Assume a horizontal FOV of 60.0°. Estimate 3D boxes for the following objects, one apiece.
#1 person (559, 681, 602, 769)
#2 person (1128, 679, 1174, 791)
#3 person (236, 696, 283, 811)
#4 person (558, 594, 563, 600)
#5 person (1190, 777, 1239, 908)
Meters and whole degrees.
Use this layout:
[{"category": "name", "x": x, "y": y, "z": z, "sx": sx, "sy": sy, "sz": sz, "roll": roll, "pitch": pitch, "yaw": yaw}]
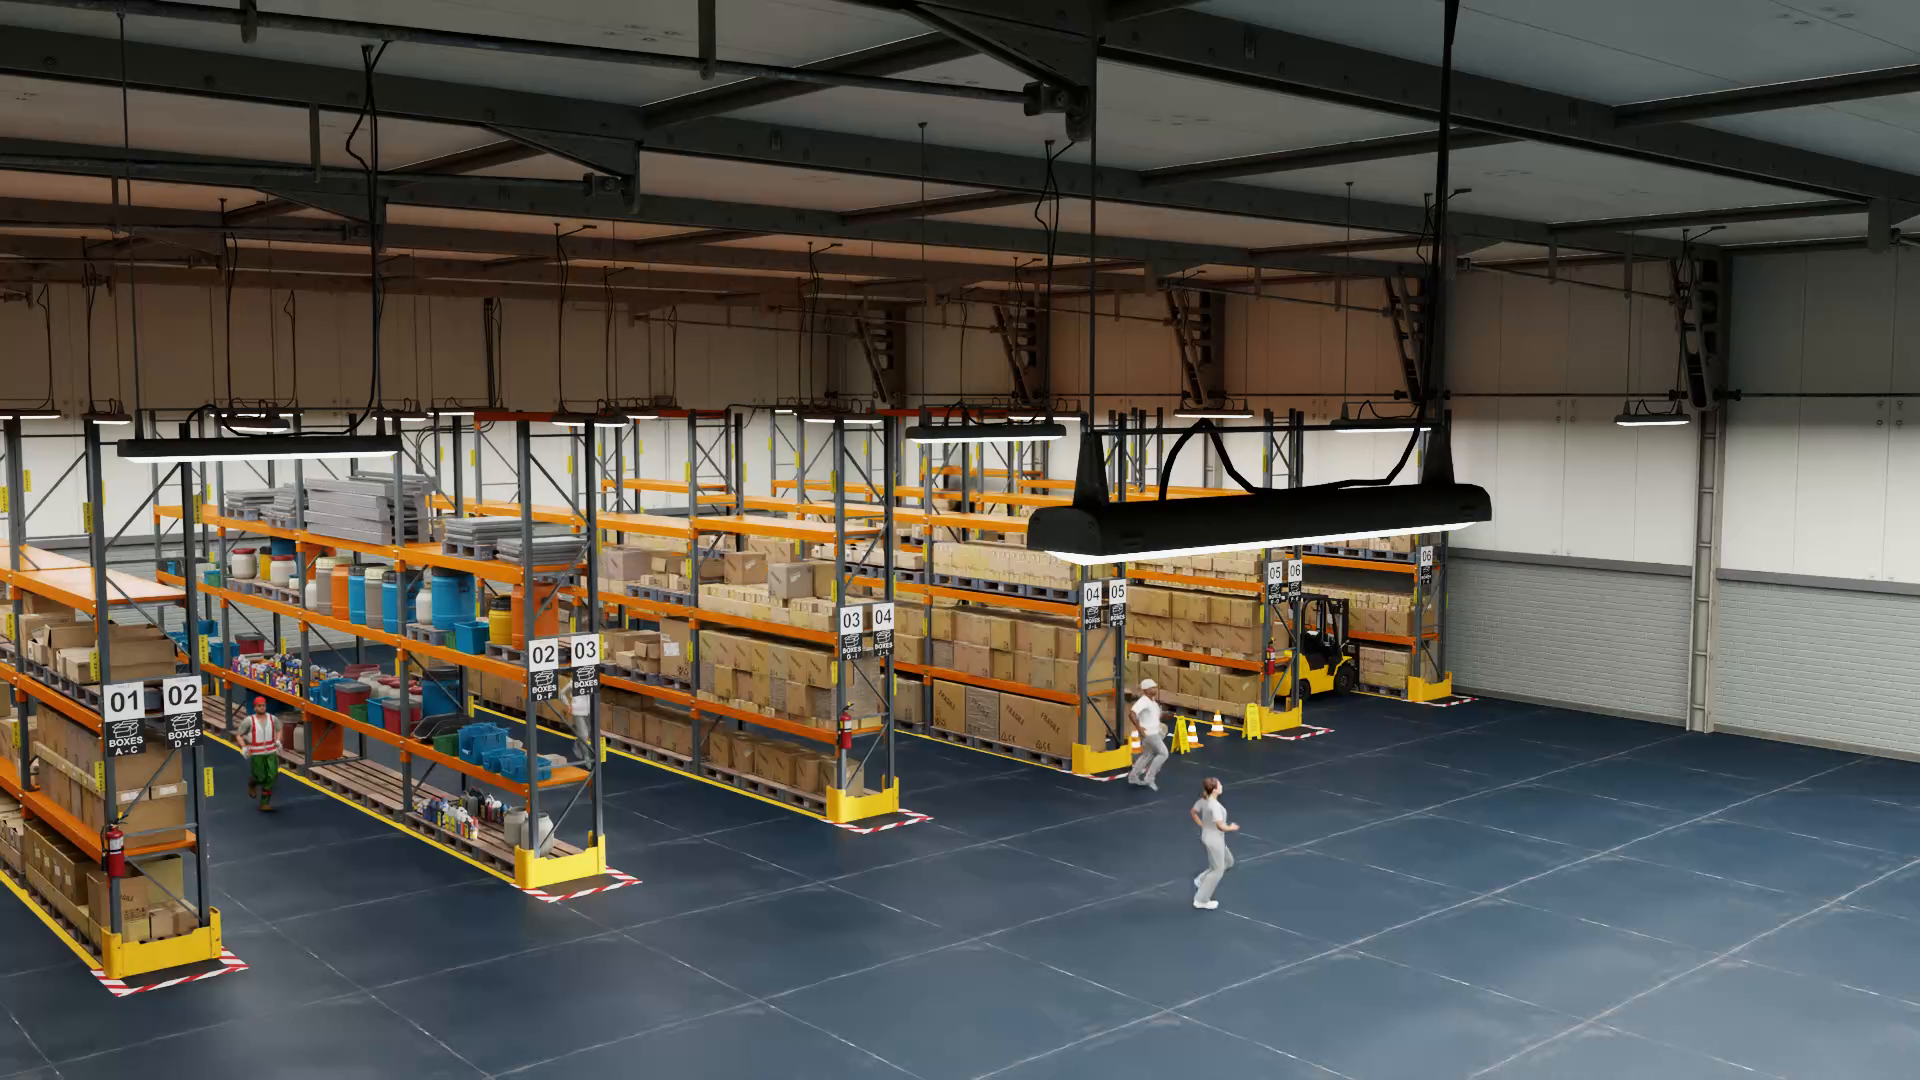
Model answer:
[{"category": "person", "x": -6.388, "y": 2.947, "z": 28.208, "sx": 0.656, "sy": 1.758, "sz": 0.970, "roll": -5, "pitch": 7, "yaw": -44}, {"category": "person", "x": 3.055, "y": 3.116, "z": 26.636, "sx": 0.721, "sy": 1.788, "sz": 0.674, "roll": 1, "pitch": 5, "yaw": 10}, {"category": "person", "x": -10.640, "y": 3.249, "z": 25.364, "sx": 0.672, "sy": 1.741, "sz": 0.592, "roll": -4, "pitch": 7, "yaw": -40}, {"category": "person", "x": -9.455, "y": 2.093, "z": 38.805, "sx": 0.647, "sy": 1.620, "sz": 0.908, "roll": 0, "pitch": 5, "yaw": 3}, {"category": "person", "x": 3.158, "y": 3.711, "z": 20.494, "sx": 0.571, "sy": 1.633, "sz": 0.550, "roll": -1, "pitch": 5, "yaw": -10}]
